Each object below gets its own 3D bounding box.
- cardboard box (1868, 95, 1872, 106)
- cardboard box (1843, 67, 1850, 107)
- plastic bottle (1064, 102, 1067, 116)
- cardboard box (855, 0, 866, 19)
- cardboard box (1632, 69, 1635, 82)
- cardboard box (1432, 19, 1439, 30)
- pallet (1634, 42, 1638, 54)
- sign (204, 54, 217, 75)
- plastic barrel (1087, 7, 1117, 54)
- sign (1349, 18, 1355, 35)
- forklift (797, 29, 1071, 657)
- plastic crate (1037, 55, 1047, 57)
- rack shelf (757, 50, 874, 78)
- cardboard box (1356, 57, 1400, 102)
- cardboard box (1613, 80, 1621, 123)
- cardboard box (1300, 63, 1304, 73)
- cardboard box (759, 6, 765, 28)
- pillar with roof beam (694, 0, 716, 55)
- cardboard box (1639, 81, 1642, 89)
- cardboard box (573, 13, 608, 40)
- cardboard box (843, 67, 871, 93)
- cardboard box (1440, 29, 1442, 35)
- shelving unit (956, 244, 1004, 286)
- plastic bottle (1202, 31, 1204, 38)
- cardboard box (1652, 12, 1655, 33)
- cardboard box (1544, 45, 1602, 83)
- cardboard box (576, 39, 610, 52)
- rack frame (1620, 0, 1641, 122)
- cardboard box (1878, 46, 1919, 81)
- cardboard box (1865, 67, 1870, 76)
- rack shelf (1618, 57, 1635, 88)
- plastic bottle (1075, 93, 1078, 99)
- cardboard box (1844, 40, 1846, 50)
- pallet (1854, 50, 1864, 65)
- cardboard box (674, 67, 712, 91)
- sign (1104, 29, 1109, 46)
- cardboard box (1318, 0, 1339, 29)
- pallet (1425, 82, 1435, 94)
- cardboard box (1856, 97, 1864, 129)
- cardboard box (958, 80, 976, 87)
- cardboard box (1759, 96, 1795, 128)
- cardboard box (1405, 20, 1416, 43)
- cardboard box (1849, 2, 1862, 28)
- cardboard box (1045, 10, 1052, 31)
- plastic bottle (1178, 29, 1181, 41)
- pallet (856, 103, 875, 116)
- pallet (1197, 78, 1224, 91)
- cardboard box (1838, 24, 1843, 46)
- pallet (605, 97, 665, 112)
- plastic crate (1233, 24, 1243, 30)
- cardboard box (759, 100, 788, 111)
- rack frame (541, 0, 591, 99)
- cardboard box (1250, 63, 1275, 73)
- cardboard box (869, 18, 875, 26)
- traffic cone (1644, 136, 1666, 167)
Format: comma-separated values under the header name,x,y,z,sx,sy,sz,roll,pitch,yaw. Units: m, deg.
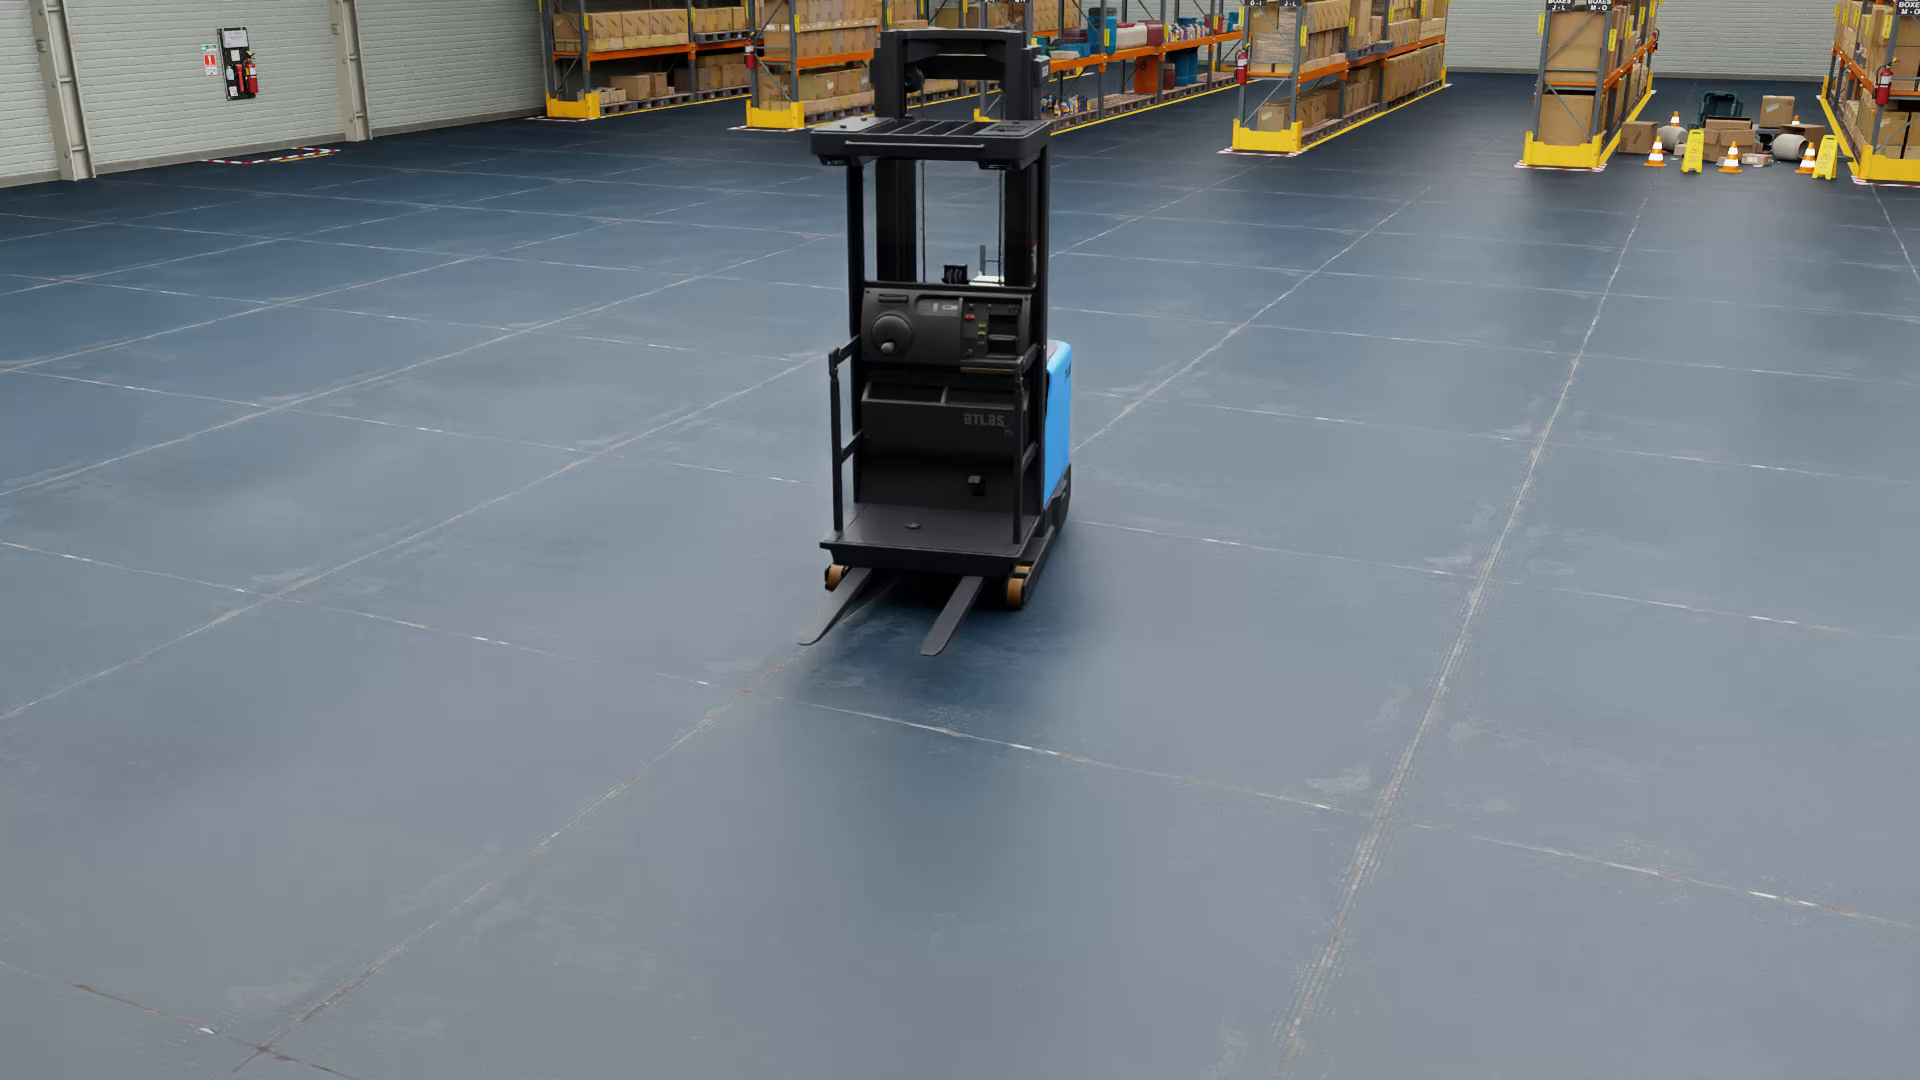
name,x,y,z,sx,sy,sz,roll,pitch,yaw
cardboard box,14.809,-7.047,26.697,0.380,0.149,0.250,10,22,25
cardboard box,19.148,-9.591,35.006,0.875,0.875,0.875,9,22,24
plastic bottle,2.063,-8.535,32.906,0.097,0.271,0.097,0,20,0
cardboard box,-2.406,-11.237,35.004,0.700,0.500,0.500,8,21,23
cardboard box,13.844,-9.727,34.827,0.500,0.250,0.500,8,21,22
cardboard box,11.553,-12.752,41.129,0.500,0.250,0.500,8,21,21
pallet,13.328,-10.163,34.355,1.213,0.211,1.003,9,21,23
sign,-12.510,-7.936,27.753,0.001,0.329,0.234,9,21,23
plastic barrel,2.928,-10.502,34.274,0.600,0.901,0.708,9,21,23
sign,7.510,-9.845,31.884,0.100,0.325,0.005,9,21,23
forklift,-0.122,-1.150,8.828,1.130,2.935,3.031,4,20,12
plastic crate,1.515,-9.071,31.393,0.298,0.136,0.250,9,21,23
rack shelf,-2.843,-9.919,34.458,1.077,0.370,4.000,9,21,23
cardboard box,8.951,-10.137,36.540,1.225,0.875,0.875,8,21,20
cardboard box,12.066,-8.432,31.933,1.050,0.750,0.750,9,21,23
cardboard box,5.828,-8.296,29.196,0.380,0.149,0.250,9,21,23
cardboard box,-5.091,-12.880,40.905,0.700,0.500,0.500,6,20,16
pillar with roof beam,-2.301,-14.728,37.953,9.100,9.000,0.400,9,21,23
cardboard box,15.212,-10.305,37.653,0.380,0.149,0.250,10,22,25
cardboard box,-7.714,-10.722,34.717,0.500,0.500,0.500,9,21,23
cardboard box,-2.230,-9.802,35.413,0.500,0.500,0.500,9,21,23
cardboard box,11.871,-12.749,41.715,0.380,0.149,0.250,9,21,23
shelving unit,0.237,-1.110,10.844,0.431,1.500,0.755,5,20,14
plastic bottle,5.880,-12.337,40.478,0.097,0.201,0.097,0,20,0
cardboard box,16.046,-12.168,39.113,0.500,0.500,0.500,9,21,23
cardboard box,9.968,-7.765,27.104,0.875,0.550,0.550,9,21,23
cardboard box,-7.694,-10.370,34.845,0.500,0.250,0.500,8,21,21
rack frame,13.133,-10.021,33.669,1.000,3.000,0.127,9,21,23
cardboard box,14.386,-7.318,25.476,0.500,0.500,0.500,8,21,22
cardboard box,15.631,-7.979,28.303,0.380,0.149,0.250,8,21,22
rack shelf,12.314,-9.070,32.071,1.077,0.370,4.000,9,21,23
plastic bottle,2.361,-8.932,33.903,0.144,0.351,0.185,9,21,23
cardboard box,18.697,-10.268,34.588,0.500,0.250,0.500,8,21,21
pallet,17.496,-9.050,31.225,1.213,0.211,1.003,9,21,23
cardboard box,-6.259,-10.805,38.949,0.700,0.500,0.500,9,22,25
sign,2.990,-10.241,33.874,0.100,0.325,0.005,9,21,23
cardboard box,6.669,-9.687,30.645,0.500,0.500,0.500,9,21,23
pallet,11.169,-11.237,41.251,1.003,0.211,1.213,9,21,23
cardboard box,15.565,-7.262,28.270,0.500,0.500,0.500,10,22,25
cardboard box,0.061,-11.222,40.121,0.500,0.500,0.500,10,22,25
cardboard box,14.417,-7.564,29.361,0.500,0.500,0.500,9,21,23
cardboard box,10.136,-11.671,38.161,0.500,0.500,0.500,9,22,24
cardboard box,18.496,-10.706,33.955,0.500,0.500,0.500,8,21,21
cardboard box,2.123,-13.790,44.120,0.500,0.500,0.500,8,21,22
plastic bottle,5.118,-11.792,38.823,0.061,0.283,0.133,9,21,23
pallet,-2.388,-9.319,35.856,1.003,0.211,1.213,9,21,23
pallet,6.035,-11.551,42.133,1.003,0.211,1.213,9,21,23
cardboard box,19.684,-11.133,36.647,0.500,0.500,0.500,8,21,22
pallet,-7.286,-9.650,36.789,1.003,0.211,1.213,9,21,23
plastic crate,7.238,-13.487,43.721,0.396,0.136,0.243,9,21,23
cardboard box,-3.712,-8.754,33.584,0.500,0.250,0.500,9,21,23
rack frame,-8.183,-10.326,34.526,1.000,3.000,0.127,9,21,23
cardboard box,5.302,-8.284,29.160,0.380,0.149,0.250,9,21,23
cardboard box,-2.043,-11.035,35.403,0.380,0.149,0.250,8,21,22
traffic cone,11.370,-6.347,27.126,0.336,0.463,0.334,9,21,23
